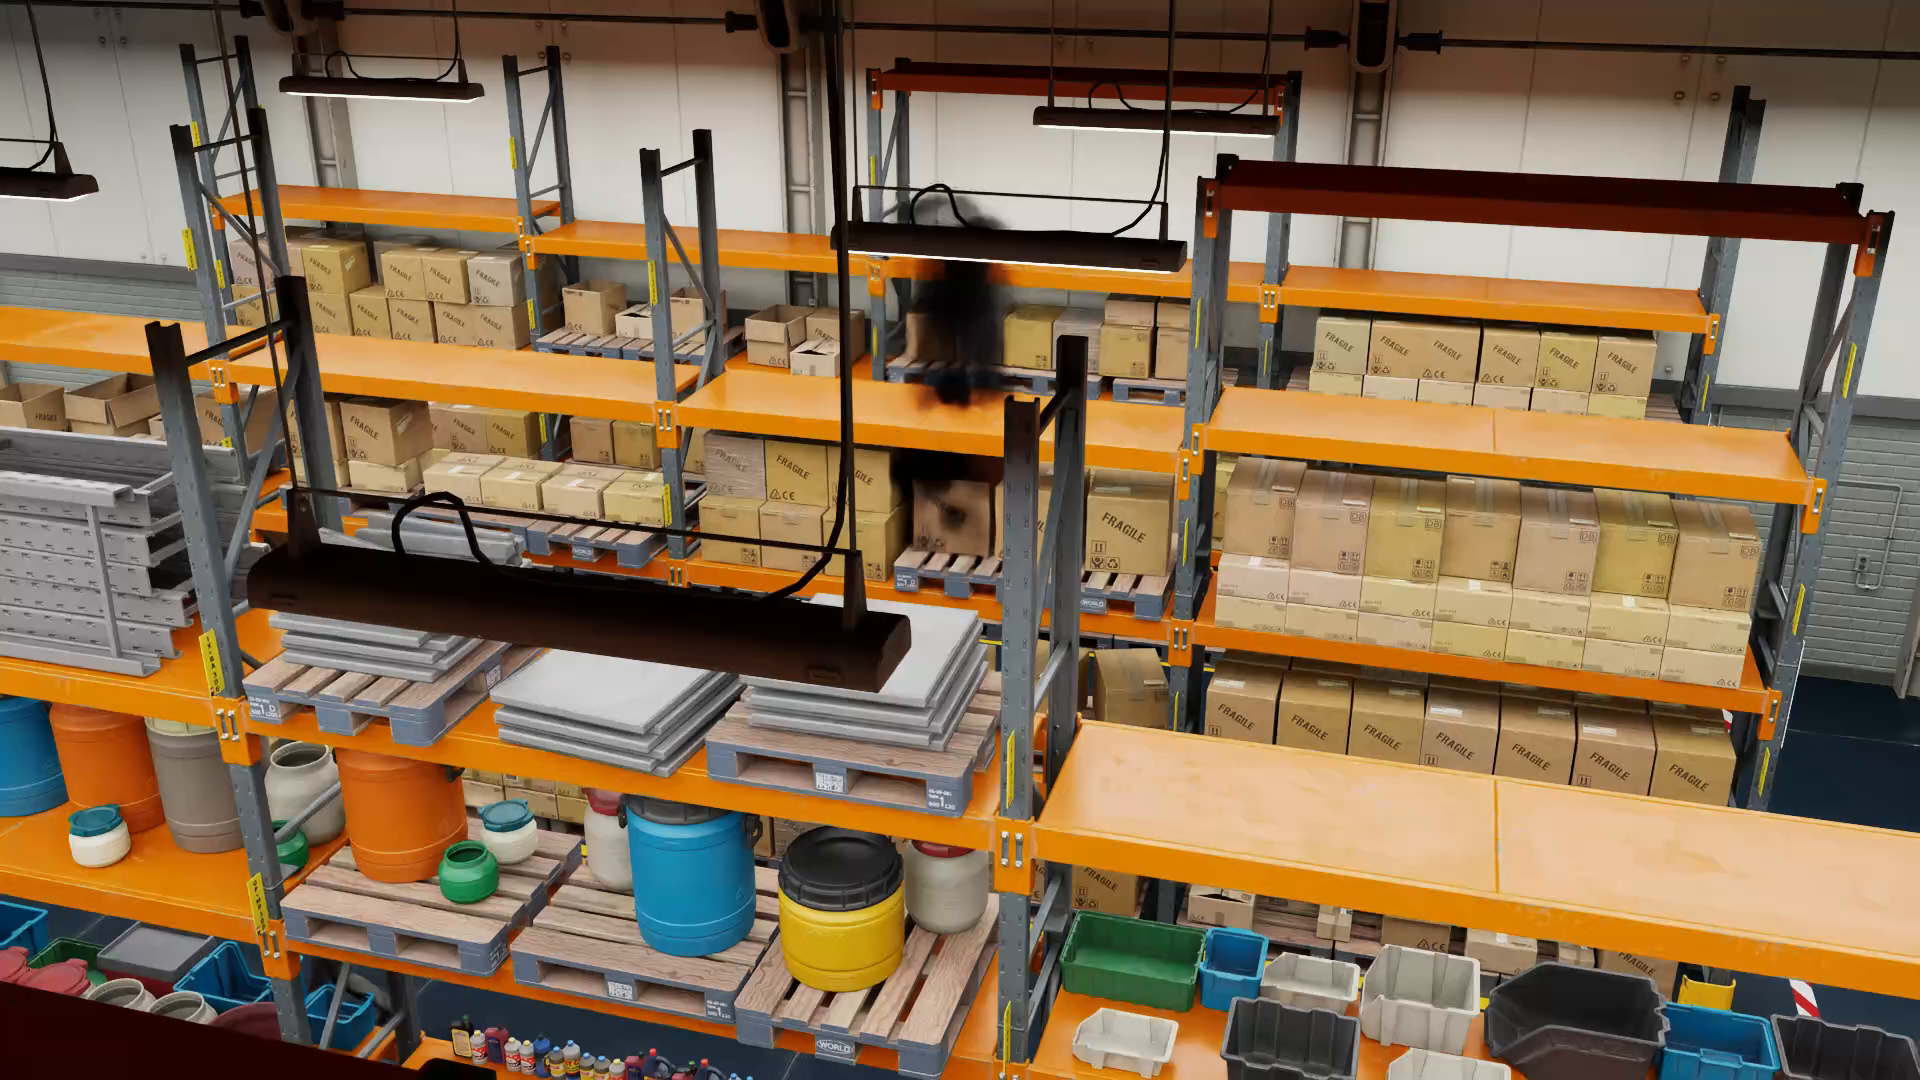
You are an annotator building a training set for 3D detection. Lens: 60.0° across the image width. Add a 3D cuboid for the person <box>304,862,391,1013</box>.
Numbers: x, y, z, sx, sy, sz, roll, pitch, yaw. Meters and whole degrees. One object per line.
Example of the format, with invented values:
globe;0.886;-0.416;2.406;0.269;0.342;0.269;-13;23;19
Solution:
person;-4.467;2.748;11.864;0.911;1.528;0.529;7;24;17
